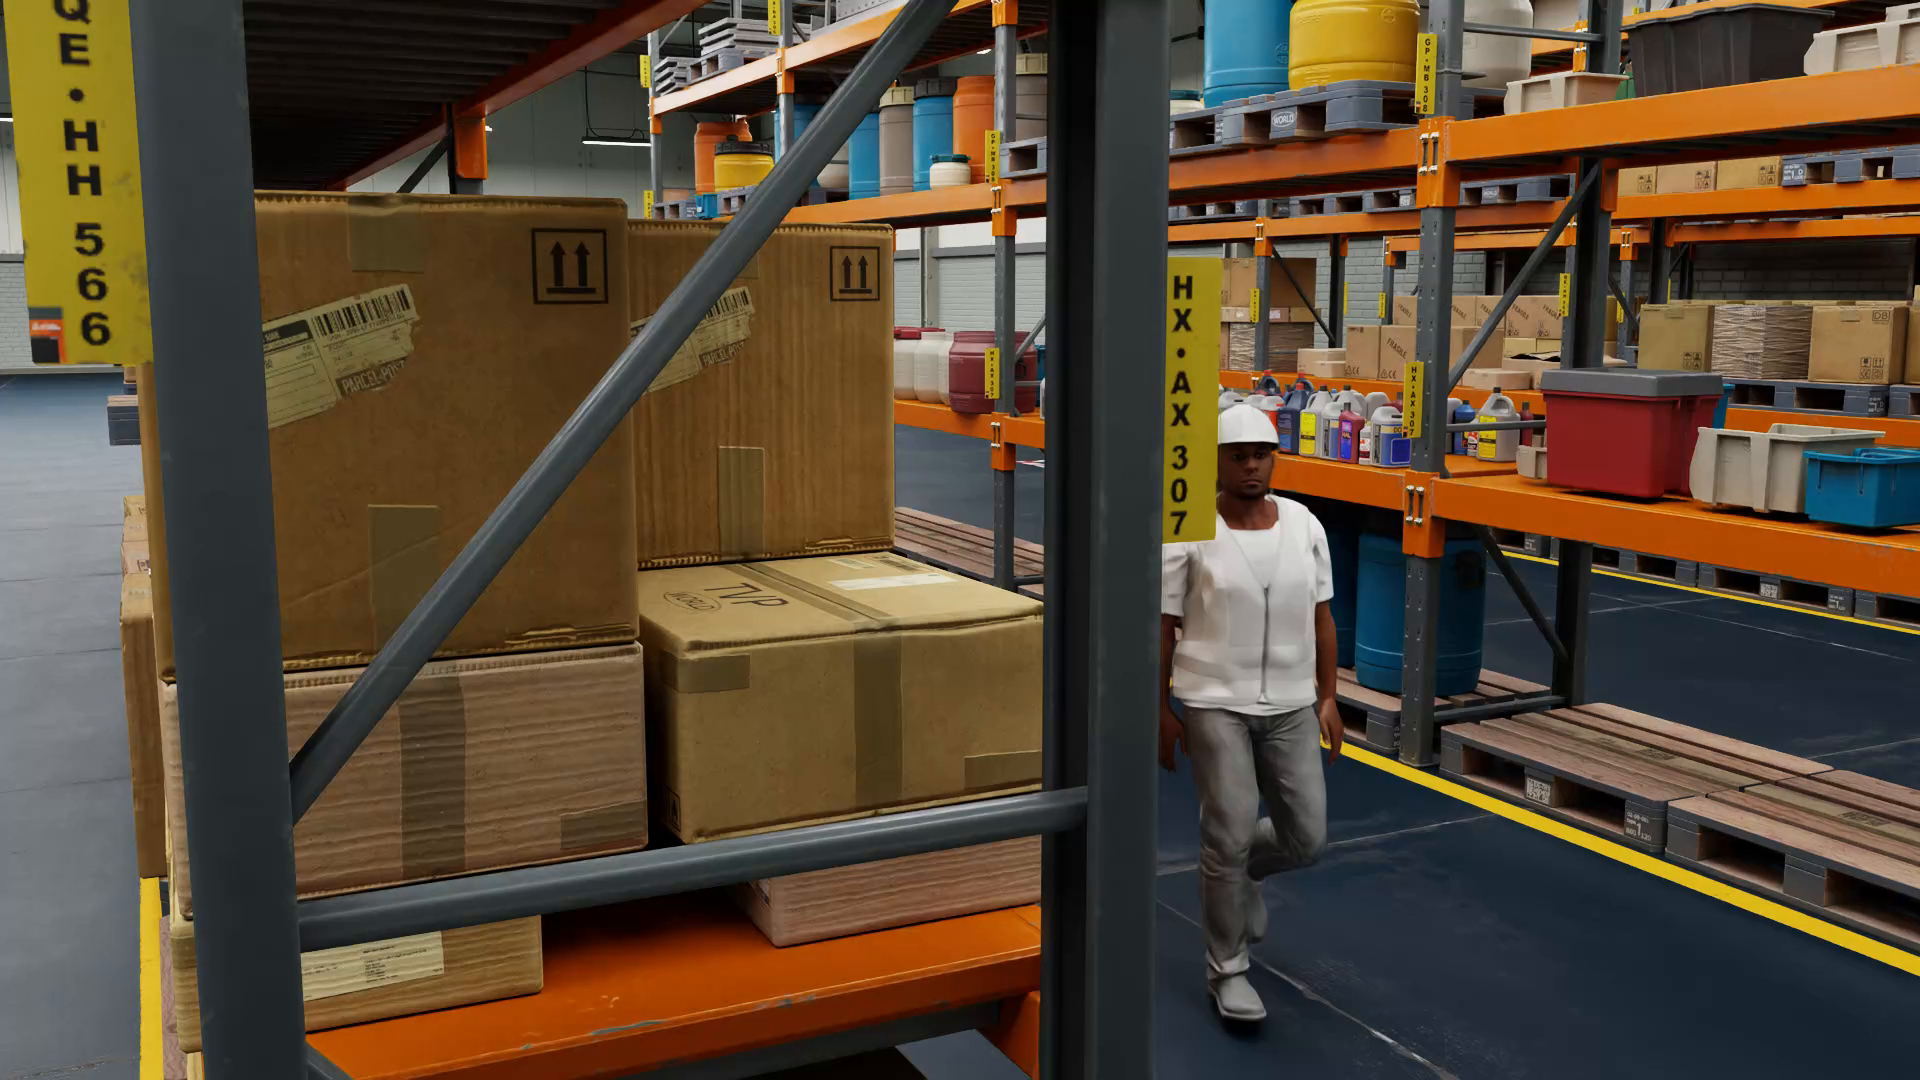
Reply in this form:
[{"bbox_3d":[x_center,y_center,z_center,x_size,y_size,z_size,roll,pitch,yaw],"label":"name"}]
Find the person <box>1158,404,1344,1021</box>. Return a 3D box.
[{"bbox_3d":[0.833,0.477,4.898,0.579,1.754,0.641,-2,9,-13],"label":"person"}]
